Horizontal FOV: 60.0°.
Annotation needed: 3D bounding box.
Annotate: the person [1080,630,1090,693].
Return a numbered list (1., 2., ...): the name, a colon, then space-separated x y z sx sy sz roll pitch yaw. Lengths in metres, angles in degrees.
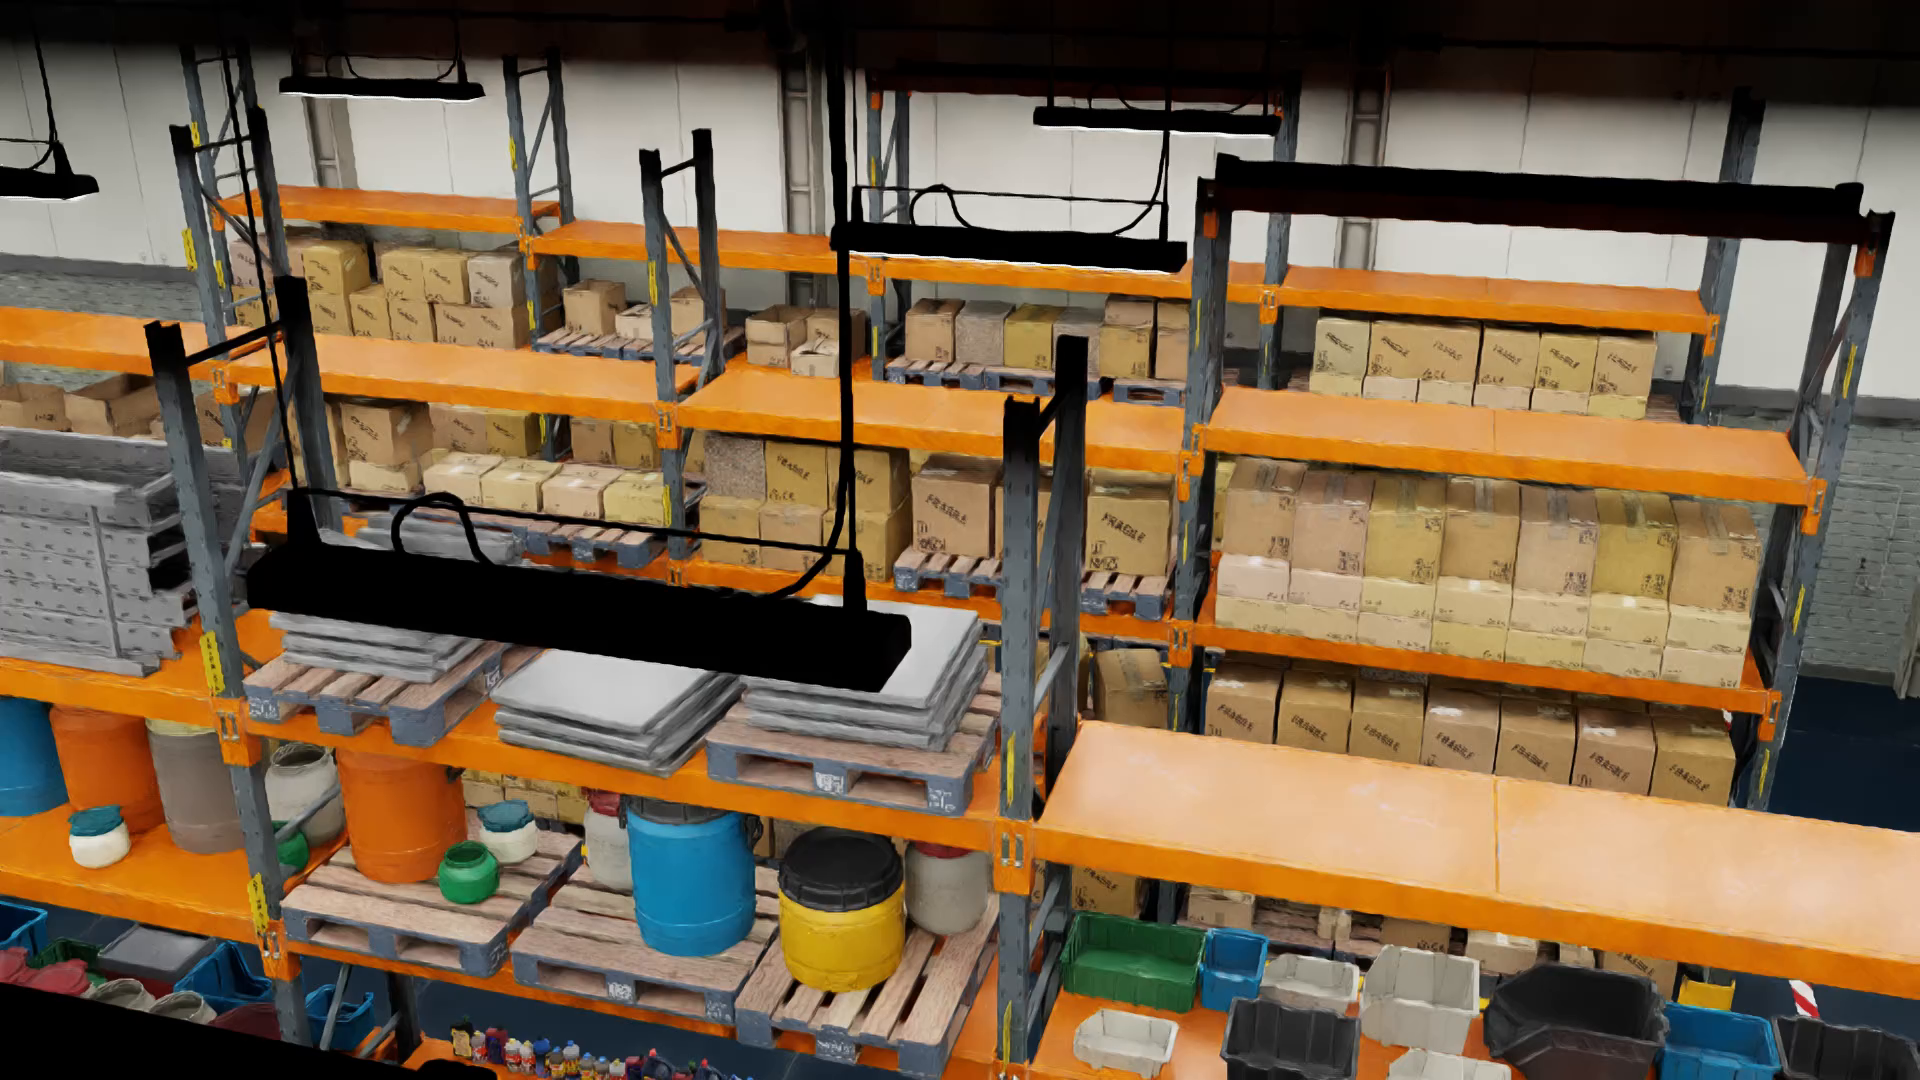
1. person: 1.066 1.359 15.356 0.507 1.571 0.598 5 23 13
